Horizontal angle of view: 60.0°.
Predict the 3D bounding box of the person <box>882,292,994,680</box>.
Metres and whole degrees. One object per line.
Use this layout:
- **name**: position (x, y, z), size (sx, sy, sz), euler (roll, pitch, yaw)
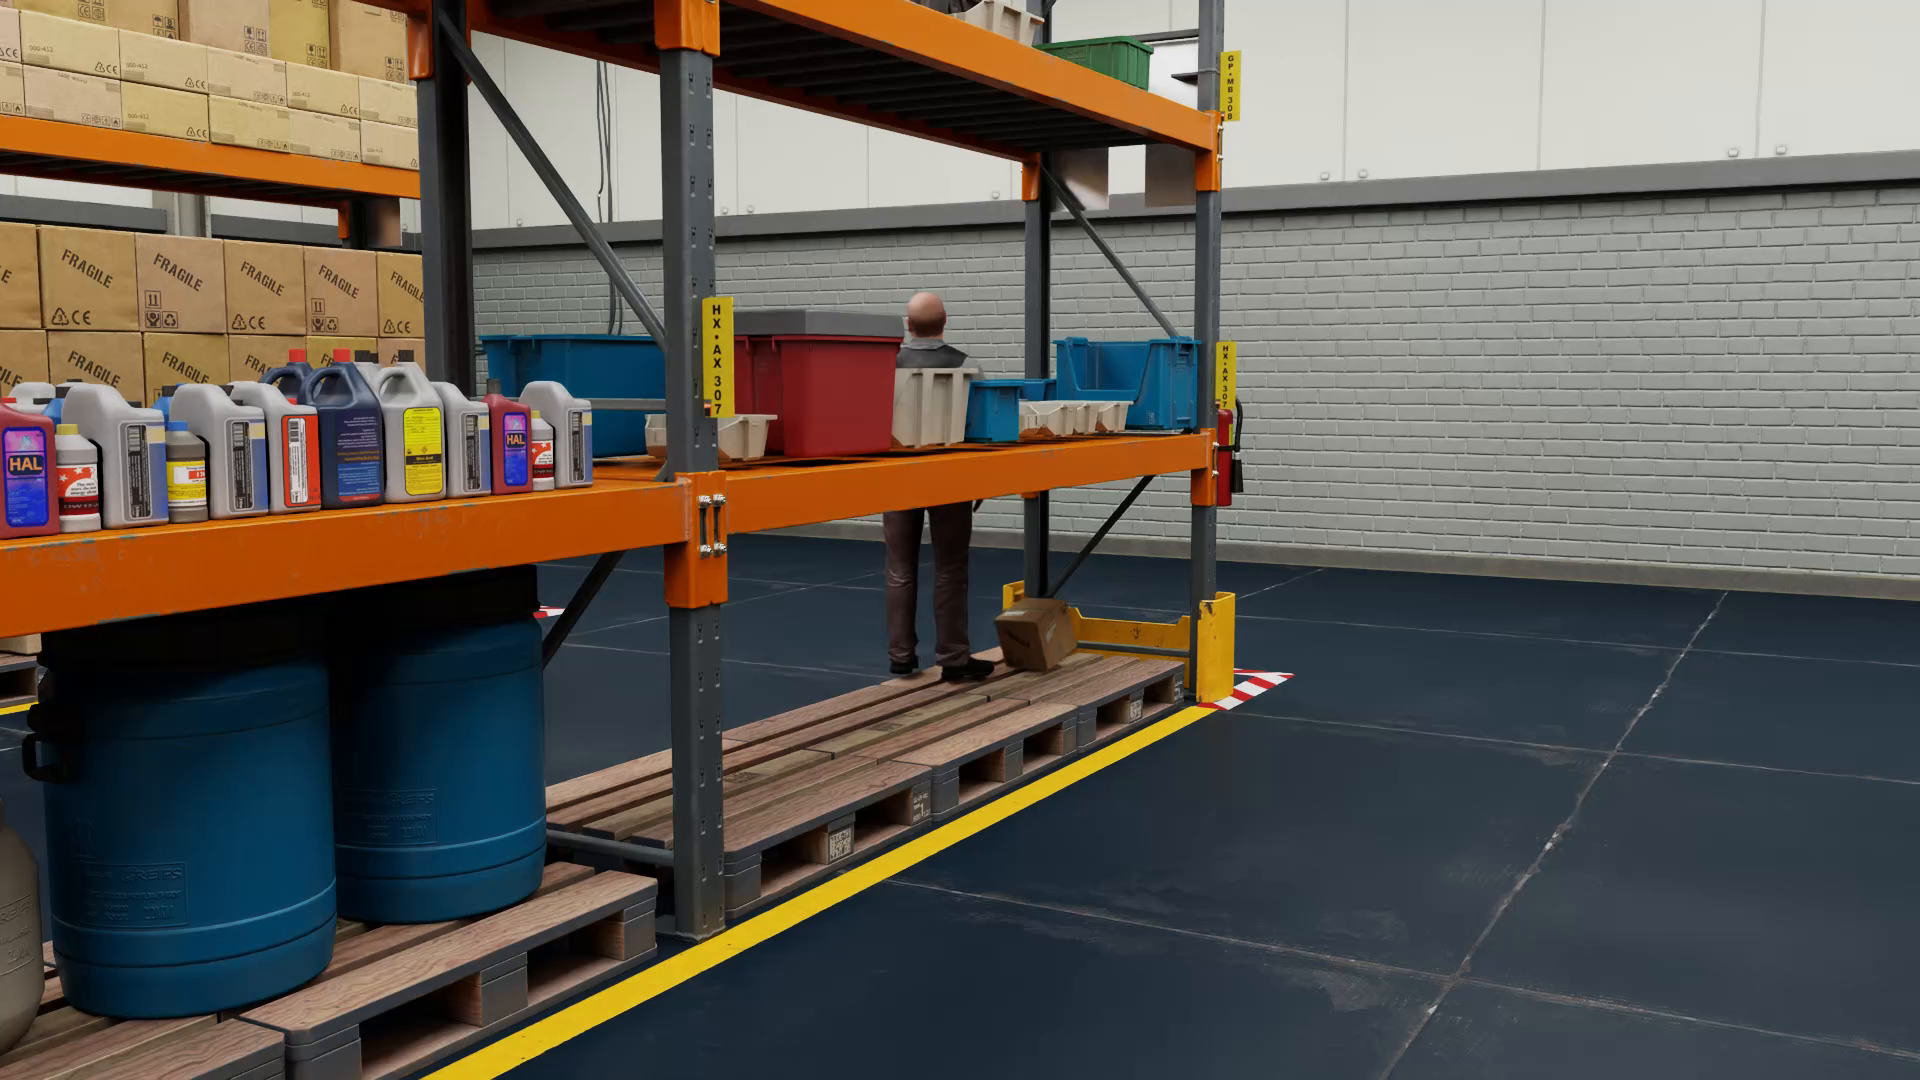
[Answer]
- **person**: position (-0.140, -0.246, 7.511), size (0.564, 1.725, 0.399), euler (2, 6, 15)
